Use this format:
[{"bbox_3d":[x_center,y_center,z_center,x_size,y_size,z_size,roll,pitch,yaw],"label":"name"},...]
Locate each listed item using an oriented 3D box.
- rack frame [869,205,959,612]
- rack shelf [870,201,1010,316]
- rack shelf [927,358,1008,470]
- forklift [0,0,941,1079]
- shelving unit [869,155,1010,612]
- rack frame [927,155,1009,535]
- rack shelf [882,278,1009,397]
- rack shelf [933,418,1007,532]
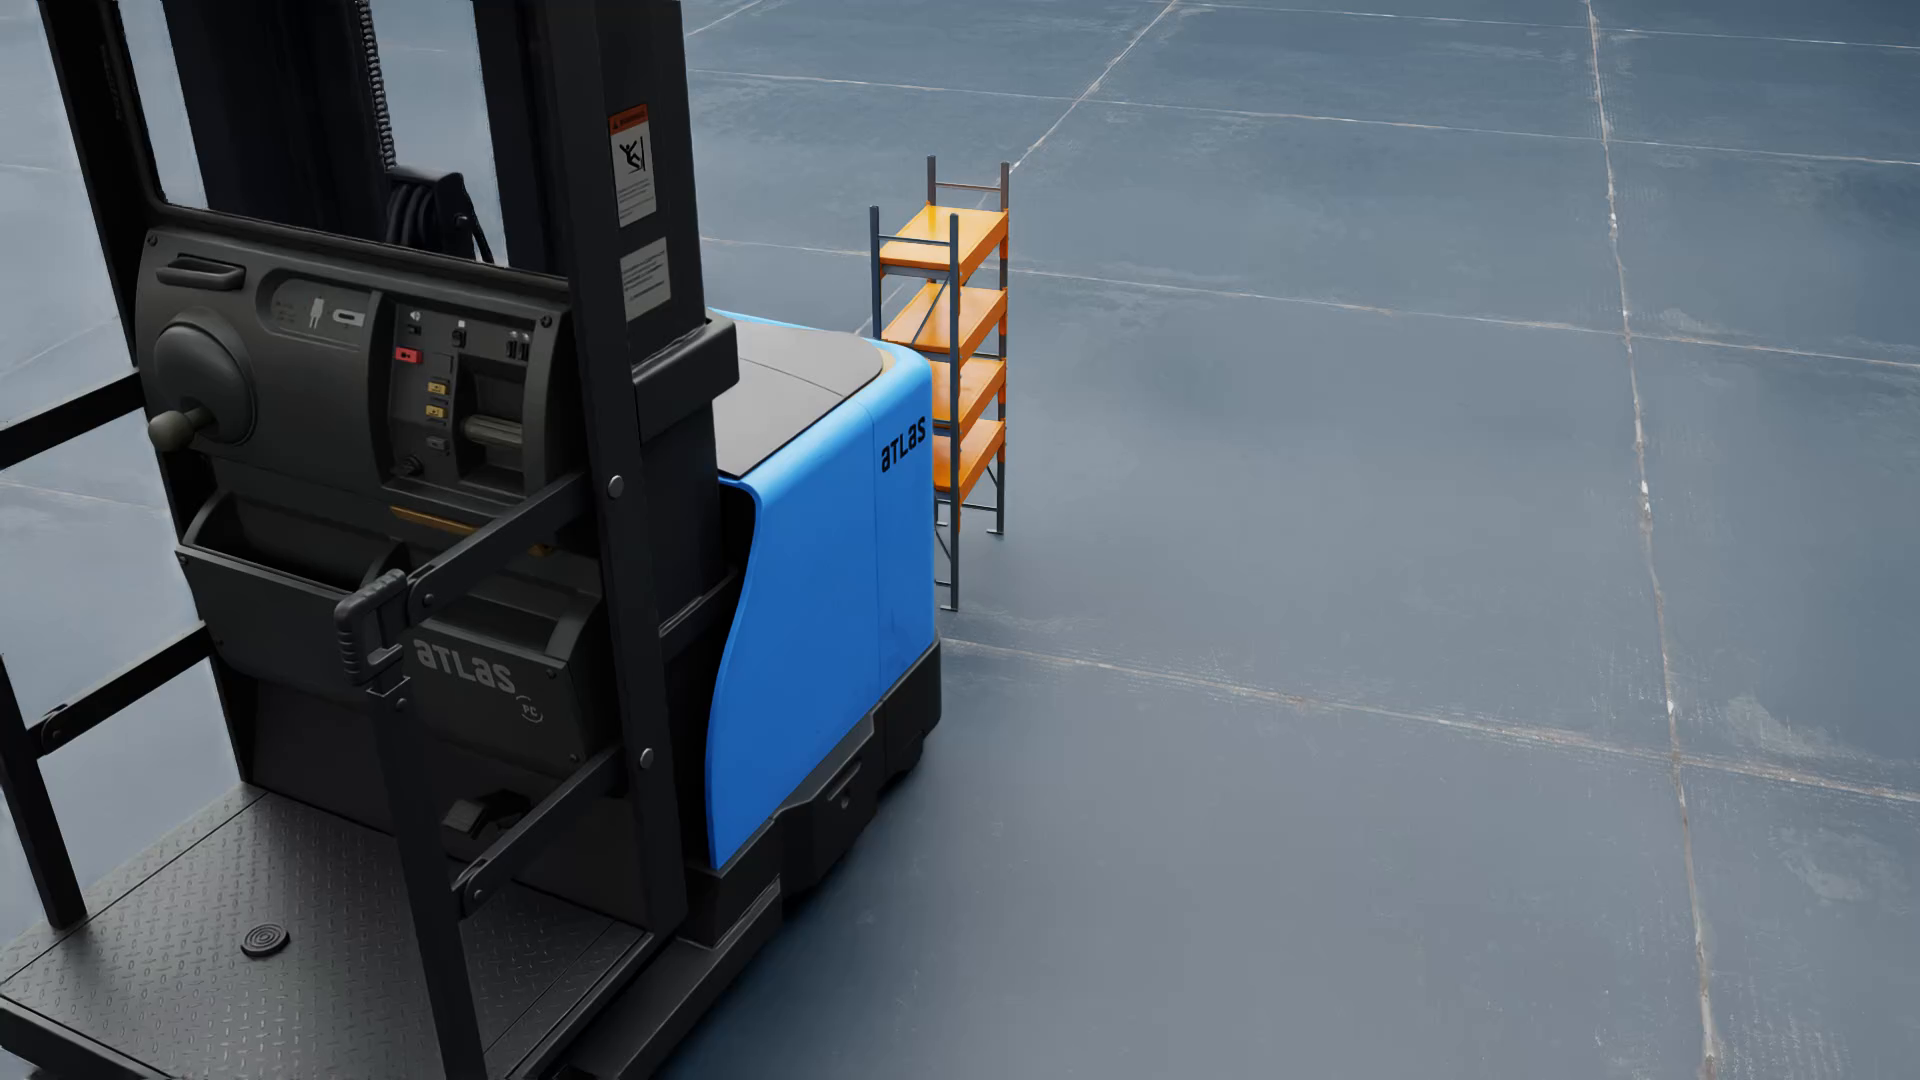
[{"bbox_3d":[-0.120,-0.334,4.616,0.240,1.200,0.015,8,30,15],"label":"rack frame"},{"bbox_3d":[-0.049,-0.791,4.629,0.258,0.148,0.480,8,30,15],"label":"rack shelf"},{"bbox_3d":[-0.049,-0.389,4.853,0.258,0.148,0.480,8,30,15],"label":"rack shelf"},{"bbox_3d":[-1.154,-0.245,2.676,1.130,2.935,3.031,14,32,23],"label":"forklift"},{"bbox_3d":[-0.049,-0.447,4.820,0.258,1.200,0.503,8,30,15],"label":"shelving unit"},{"bbox_3d":[0.023,-0.561,5.024,0.240,1.200,0.015,8,30,15],"label":"rack frame"},{"bbox_3d":[-0.049,-0.584,4.744,0.258,0.148,0.480,8,30,15],"label":"rack shelf"},{"bbox_3d":[-0.049,-0.215,4.949,0.258,0.148,0.480,8,30,15],"label":"rack shelf"}]
